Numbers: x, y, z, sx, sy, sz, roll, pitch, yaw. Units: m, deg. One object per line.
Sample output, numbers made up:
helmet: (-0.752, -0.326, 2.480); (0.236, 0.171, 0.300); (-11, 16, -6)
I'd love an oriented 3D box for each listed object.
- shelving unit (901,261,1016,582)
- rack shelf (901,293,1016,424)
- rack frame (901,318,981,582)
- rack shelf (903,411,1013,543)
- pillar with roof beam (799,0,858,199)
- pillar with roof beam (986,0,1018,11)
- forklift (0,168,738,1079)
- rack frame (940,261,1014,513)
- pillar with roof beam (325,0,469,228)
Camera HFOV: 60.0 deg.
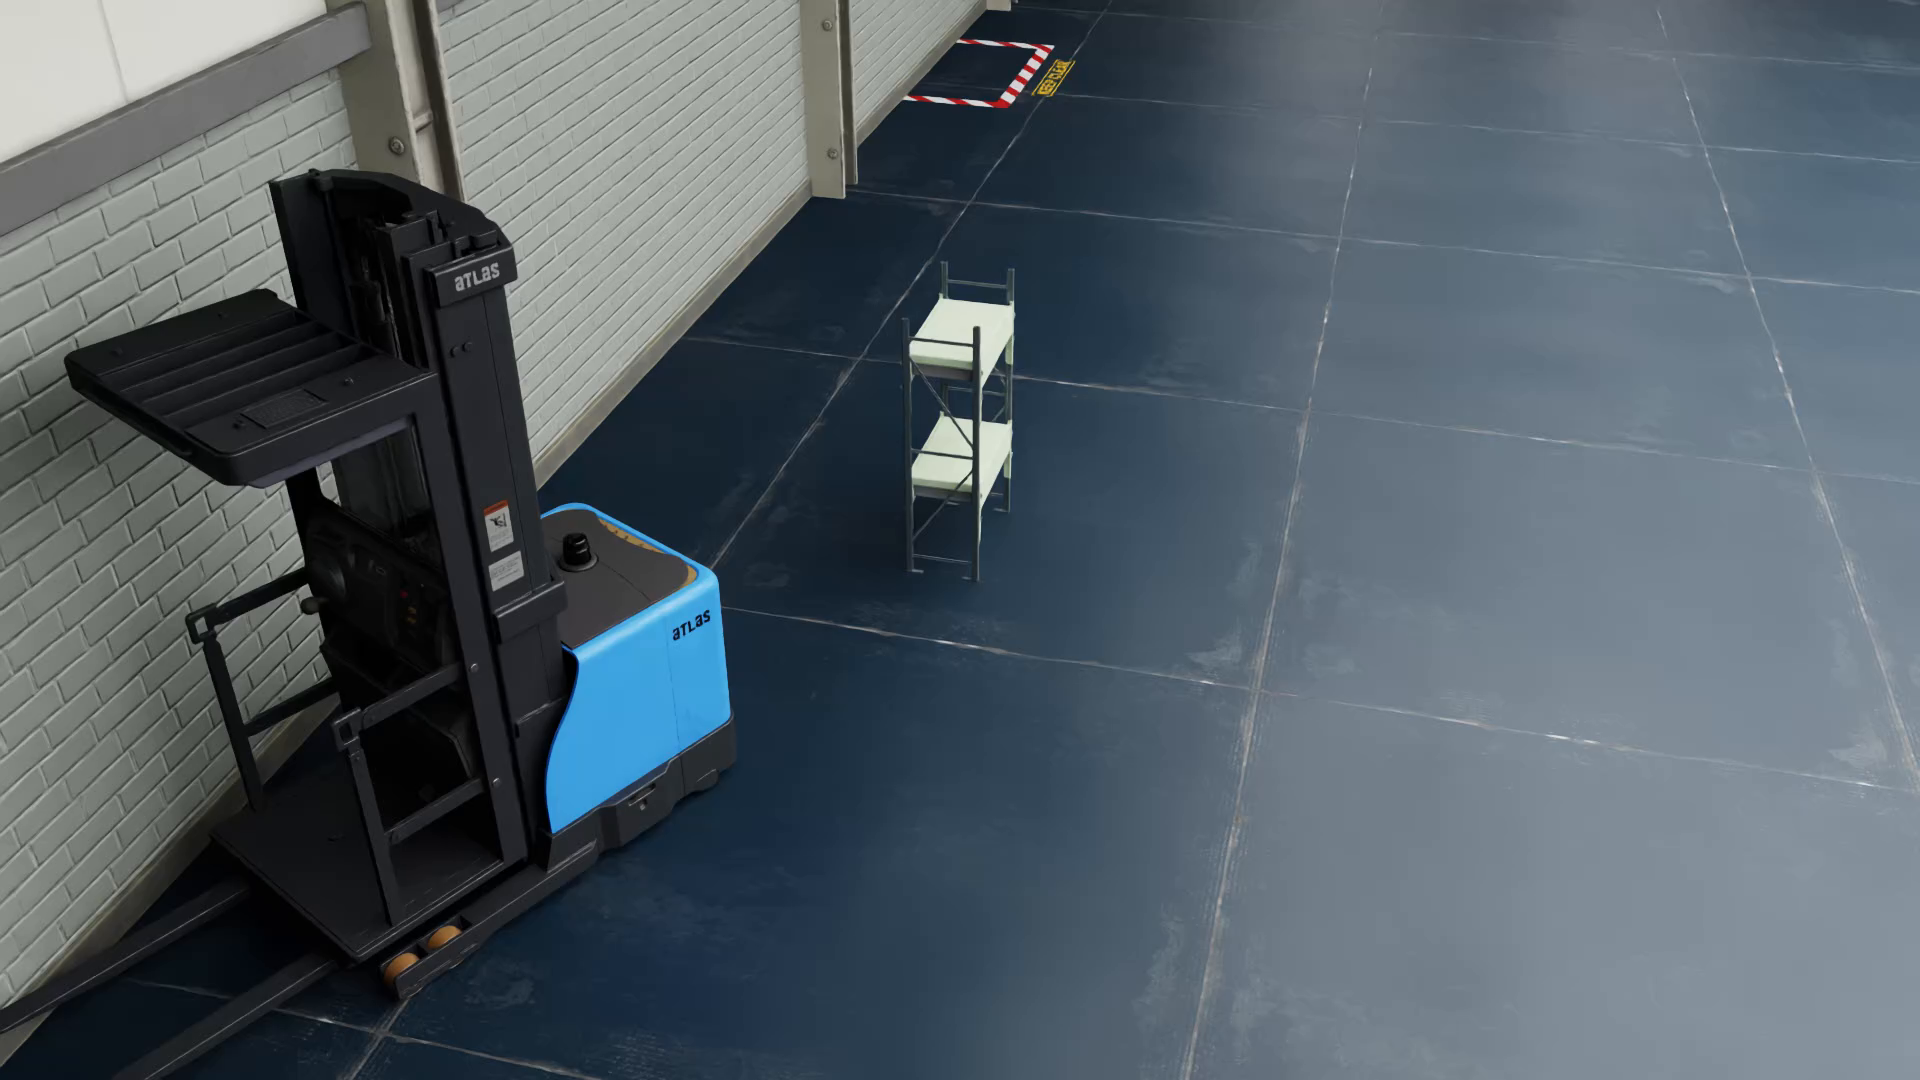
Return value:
shelving unit: (-0.002, -0.629, 8.912); (0.431, 1.500, 0.755); (8, 33, 12)
rack shelf: (-0.002, -0.959, 8.703); (0.431, 0.370, 0.720); (8, 33, 12)
rack frame: (-0.095, -0.440, 8.613); (0.400, 1.500, 0.023); (8, 33, 12)
rack shelf: (-0.002, -0.354, 9.087); (0.431, 0.370, 0.720); (8, 33, 12)
pillar with roof beam: (3.102, -6.157, 10.618); (9.100, 9.000, 0.400); (8, 33, 12)
pillar with roof beam: (4.625, -9.271, 15.515); (9.100, 9.000, 0.400); (8, 33, 12)
forklift: (-2.359, 0.244, 6.204); (1.130, 2.935, 3.031); (25, 40, 33)
rack frame: (0.091, -0.819, 9.211); (0.400, 1.500, 0.023); (8, 33, 12)
pillar with roof beam: (1.579, -3.044, 5.720); (9.100, 9.000, 0.400); (8, 33, 12)
